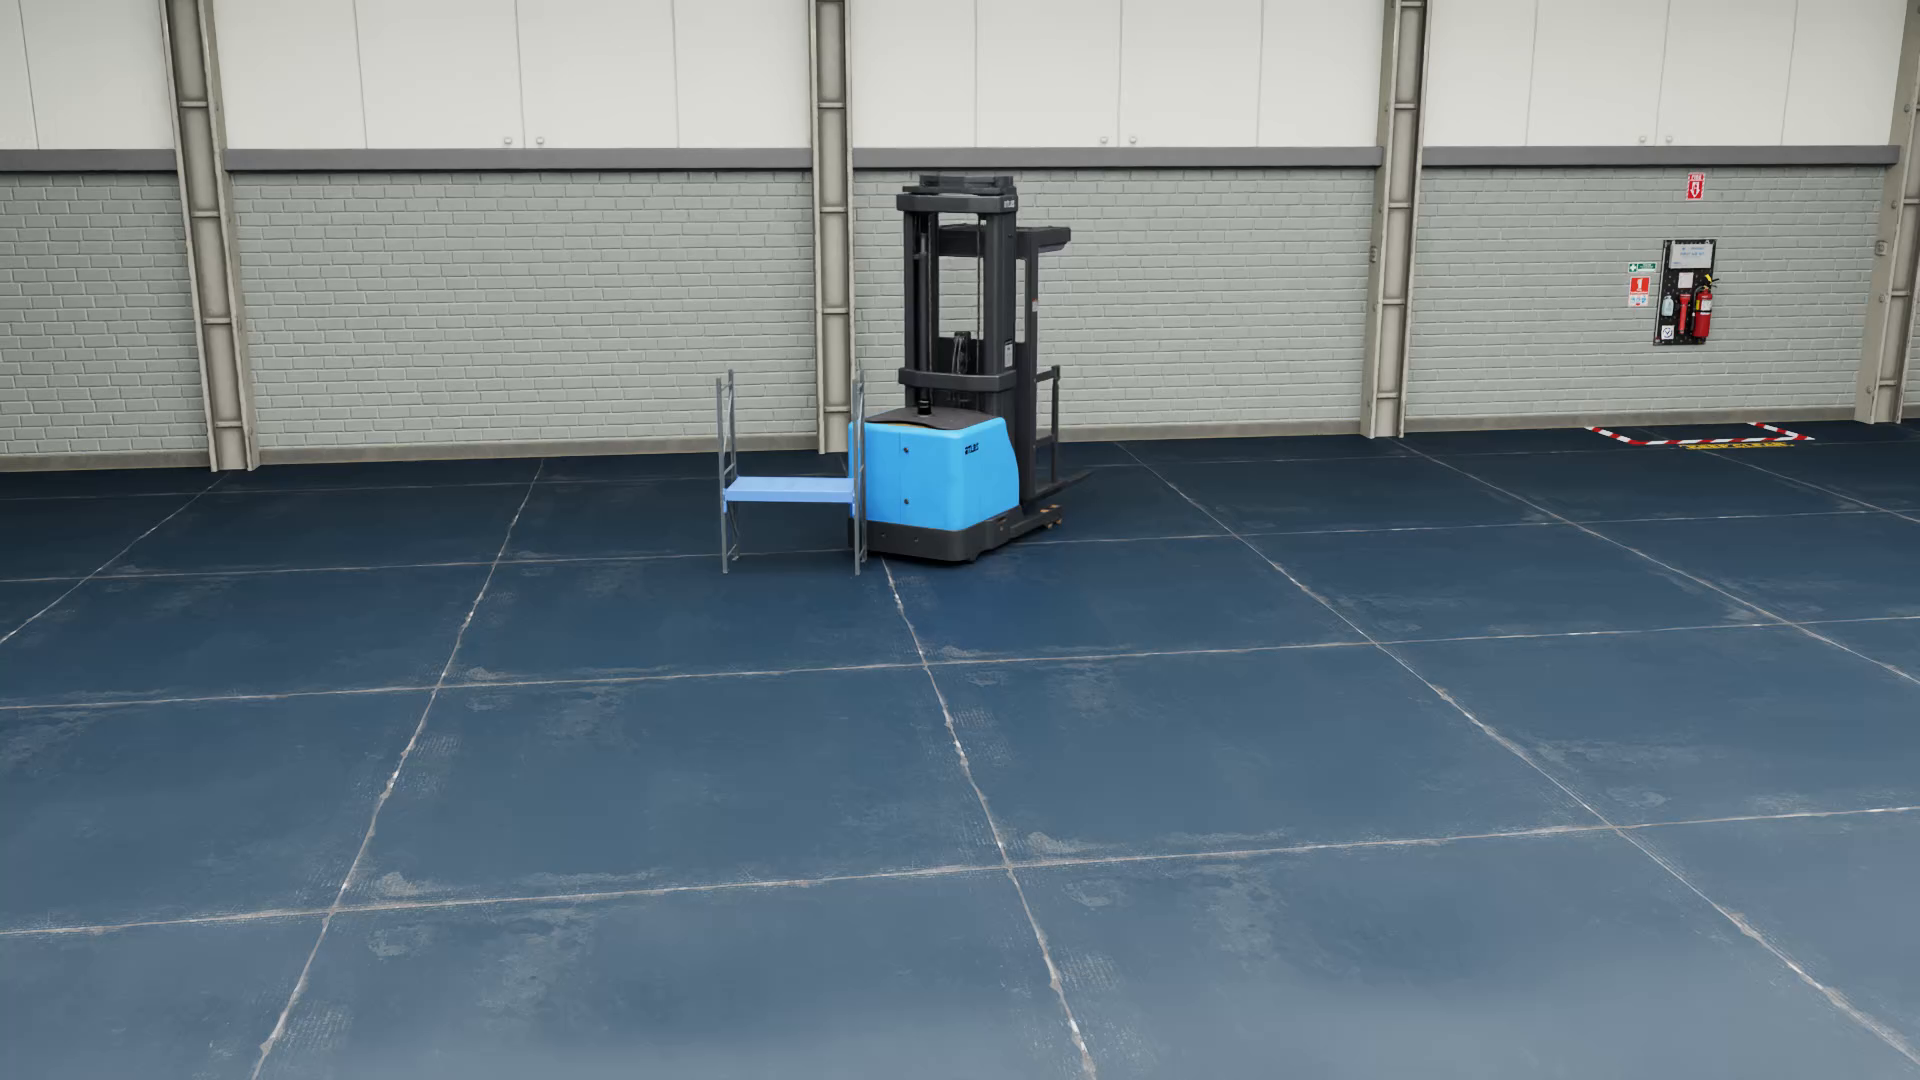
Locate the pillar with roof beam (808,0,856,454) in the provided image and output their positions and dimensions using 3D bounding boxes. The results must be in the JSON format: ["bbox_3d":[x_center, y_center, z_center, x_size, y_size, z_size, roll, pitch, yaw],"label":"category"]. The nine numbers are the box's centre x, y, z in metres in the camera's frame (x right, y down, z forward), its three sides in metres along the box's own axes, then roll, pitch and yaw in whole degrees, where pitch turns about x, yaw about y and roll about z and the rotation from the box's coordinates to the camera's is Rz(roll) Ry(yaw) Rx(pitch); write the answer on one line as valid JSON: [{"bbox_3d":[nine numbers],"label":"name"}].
[{"bbox_3d":[-0.649,-4.266,12.235,0.400,9.000,9.100,-2,14,-8],"label":"pillar with roof beam"}]

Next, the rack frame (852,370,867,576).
[{"bbox_3d":[-0.766,-0.516,12.697,0.032,1.500,0.500,1,14,4],"label":"rack frame"}]

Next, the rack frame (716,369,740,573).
[{"bbox_3d":[-1.780,-0.533,12.762,0.032,1.500,0.500,1,14,4],"label":"rack frame"}]

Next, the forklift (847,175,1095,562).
[{"bbox_3d":[0.244,-1.564,13.933,1.130,2.935,3.031,7,16,27],"label":"forklift"}]

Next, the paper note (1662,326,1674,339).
[{"bbox_3d":[7.942,-2.329,18.655,0.142,0.148,0.016,-2,14,-8],"label":"paper note"}]

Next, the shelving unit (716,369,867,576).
[{"bbox_3d":[-1.273,-0.524,12.730,1.048,1.500,0.538,1,14,4],"label":"shelving unit"}]

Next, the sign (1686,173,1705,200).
[{"bbox_3d":[8.104,-3.895,18.319,0.199,0.298,0.001,-2,14,-8],"label":"sign"}]

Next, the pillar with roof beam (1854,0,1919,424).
[{"bbox_3d":[11.218,-4.701,13.969,0.400,9.000,9.100,-2,14,-8],"label":"pillar with roof beam"}]

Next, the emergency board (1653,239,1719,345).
[{"bbox_3d":[8.127,-2.747,18.507,0.643,1.169,0.194,-2,14,-8],"label":"emergency board"}]

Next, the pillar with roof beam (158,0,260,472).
[{"bbox_3d":[-6.582,-4.049,11.368,0.400,9.000,9.100,-2,14,-8],"label":"pillar with roof beam"}]

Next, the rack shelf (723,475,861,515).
[{"bbox_3d":[-1.273,-0.350,12.773,1.000,0.185,0.538,1,14,4],"label":"rack shelf"}]

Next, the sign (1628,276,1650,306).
[{"bbox_3d":[7.565,-2.769,18.522,0.234,0.329,0.001,-2,14,-8],"label":"sign"}]

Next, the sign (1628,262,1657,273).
[{"bbox_3d":[7.571,-3.024,18.449,0.331,0.109,0.001,-2,14,-8],"label":"sign"}]

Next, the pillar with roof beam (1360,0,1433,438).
[{"bbox_3d":[5.284,-4.484,13.102,0.400,9.000,9.100,-2,14,-8],"label":"pillar with roof beam"}]
